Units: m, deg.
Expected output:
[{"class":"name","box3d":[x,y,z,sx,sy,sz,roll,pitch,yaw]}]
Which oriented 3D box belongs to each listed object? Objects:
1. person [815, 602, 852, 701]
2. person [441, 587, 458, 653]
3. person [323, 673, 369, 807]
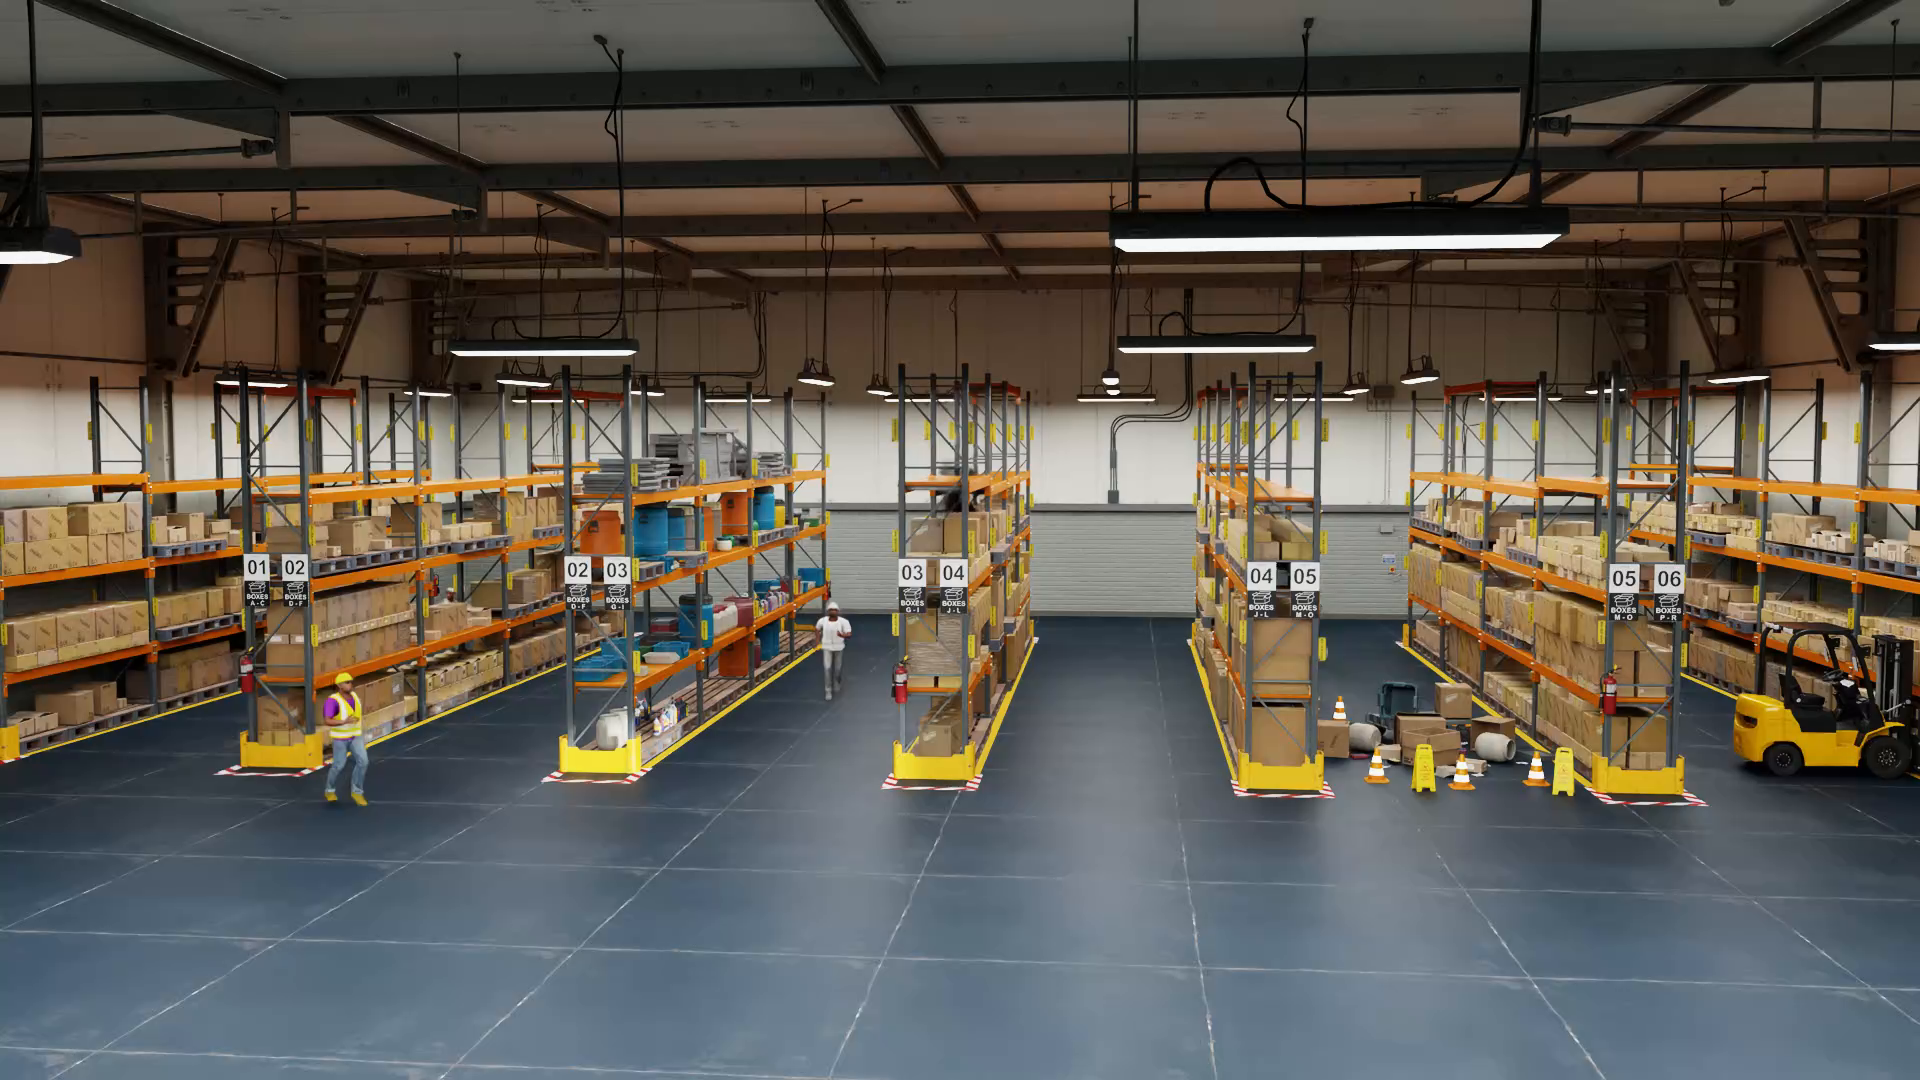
[{"class":"person","box3d":[-2.382,2.060,31.229,0.693,1.780,0.944,0,4,-4]},{"class":"person","box3d":[-10.757,1.860,35.134,0.647,1.750,0.735,0,4,5]},{"class":"person","box3d":[-8.248,2.691,22.317,0.769,1.839,0.701,2,4,33]}]
